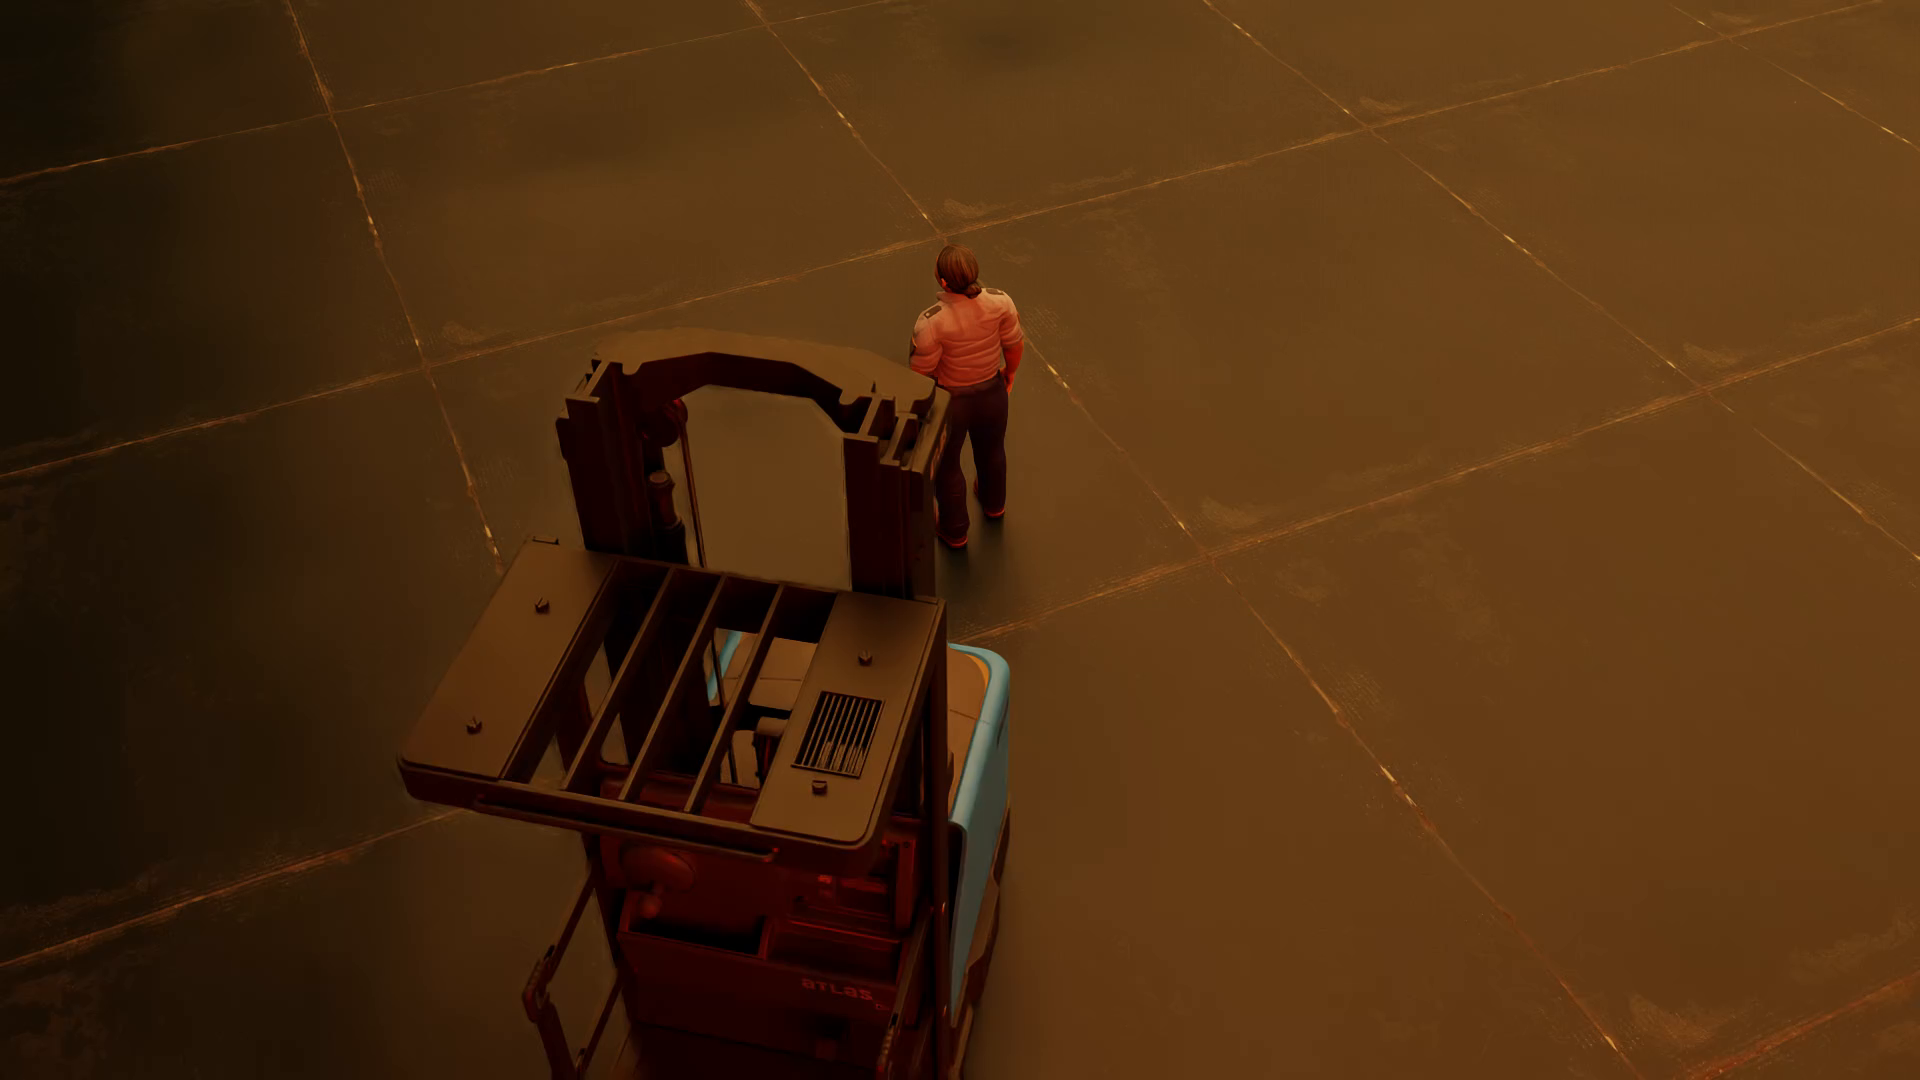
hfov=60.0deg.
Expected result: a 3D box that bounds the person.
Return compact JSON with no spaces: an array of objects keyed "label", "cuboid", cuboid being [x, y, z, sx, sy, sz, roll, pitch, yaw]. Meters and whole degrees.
[{"label":"person","cuboid":[-0.017,-0.670,7.327,0.598,1.651,0.503,-18,46,-18]}]

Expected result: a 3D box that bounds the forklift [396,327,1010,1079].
[{"label":"forklift","cuboid":[-0.627,1.018,4.590,1.130,2.935,3.031,9,44,9]}]
